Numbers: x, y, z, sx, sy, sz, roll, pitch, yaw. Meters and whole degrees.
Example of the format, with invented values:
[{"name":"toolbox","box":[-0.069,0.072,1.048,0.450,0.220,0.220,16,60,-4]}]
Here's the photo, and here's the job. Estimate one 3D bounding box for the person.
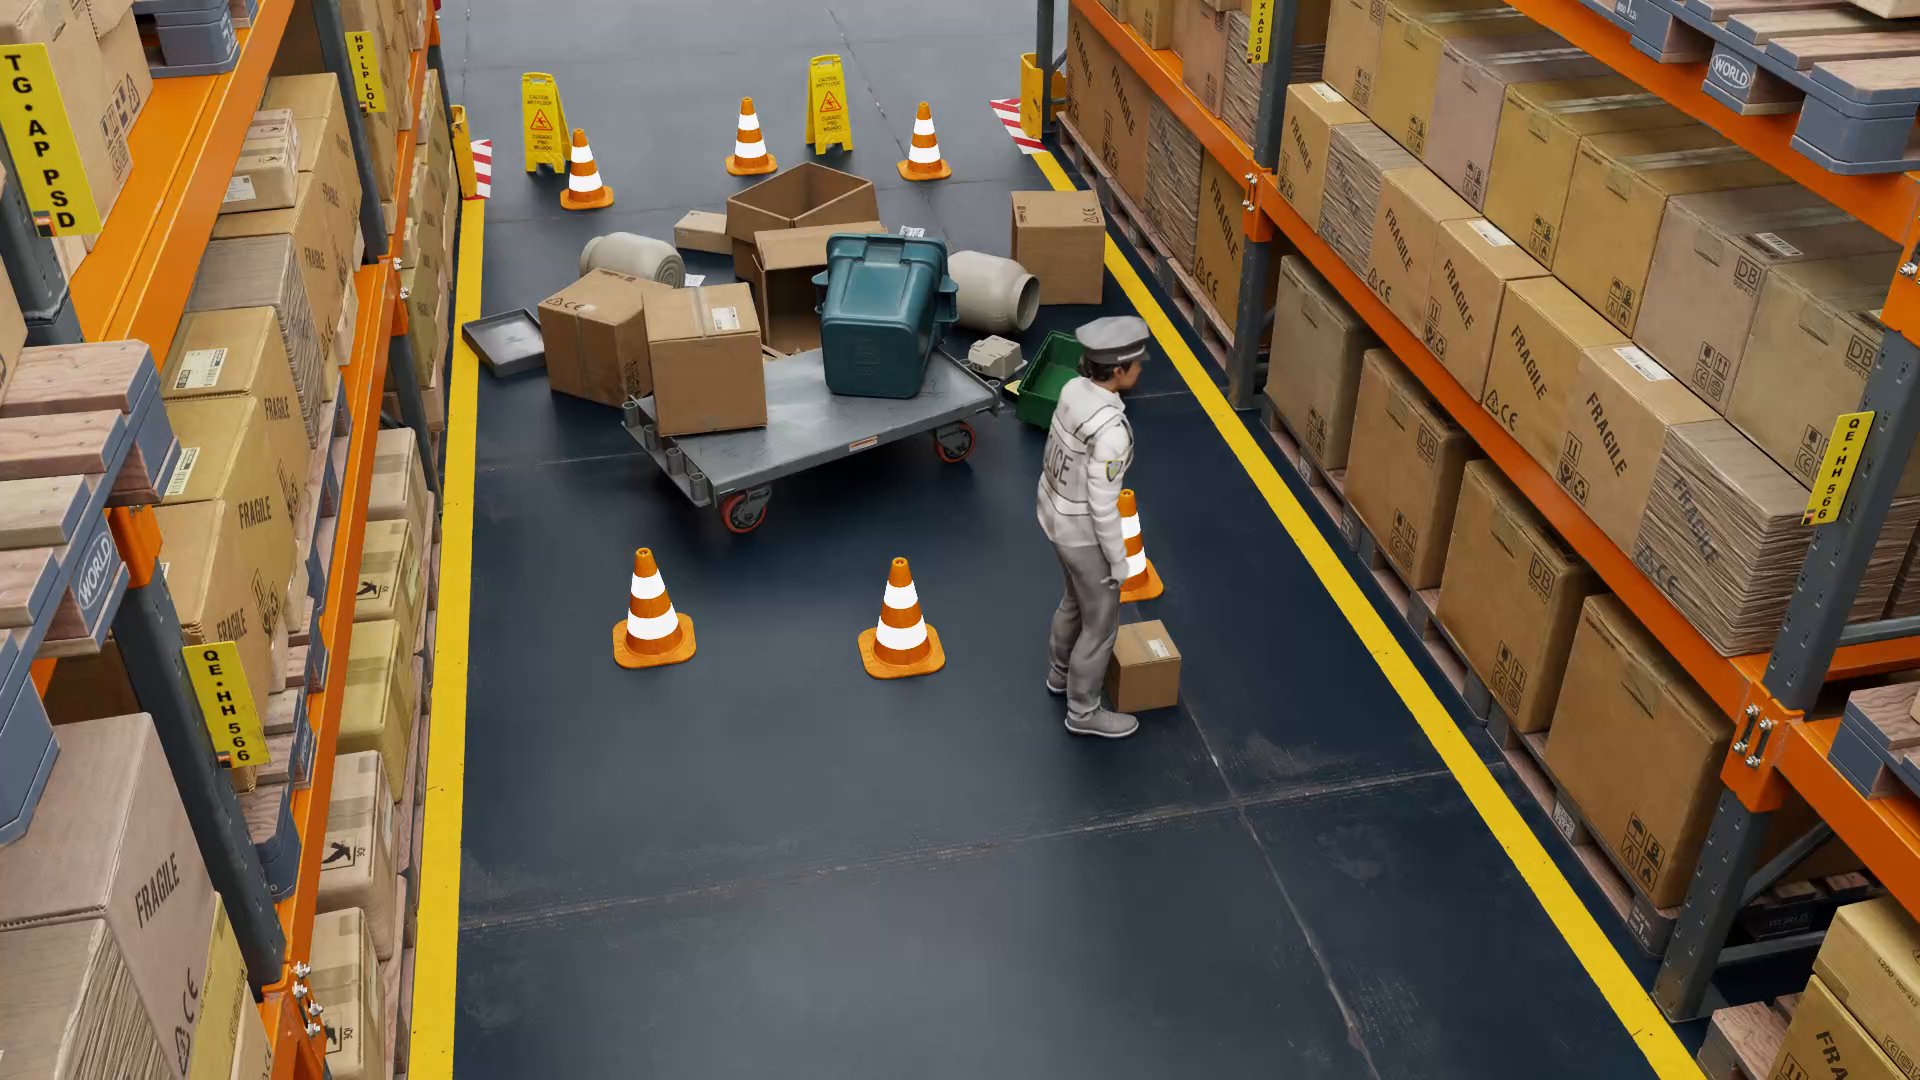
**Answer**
[{"name":"person","box":[0.488,-0.043,6.203,0.377,1.663,0.538,-8,35,-11]}]
